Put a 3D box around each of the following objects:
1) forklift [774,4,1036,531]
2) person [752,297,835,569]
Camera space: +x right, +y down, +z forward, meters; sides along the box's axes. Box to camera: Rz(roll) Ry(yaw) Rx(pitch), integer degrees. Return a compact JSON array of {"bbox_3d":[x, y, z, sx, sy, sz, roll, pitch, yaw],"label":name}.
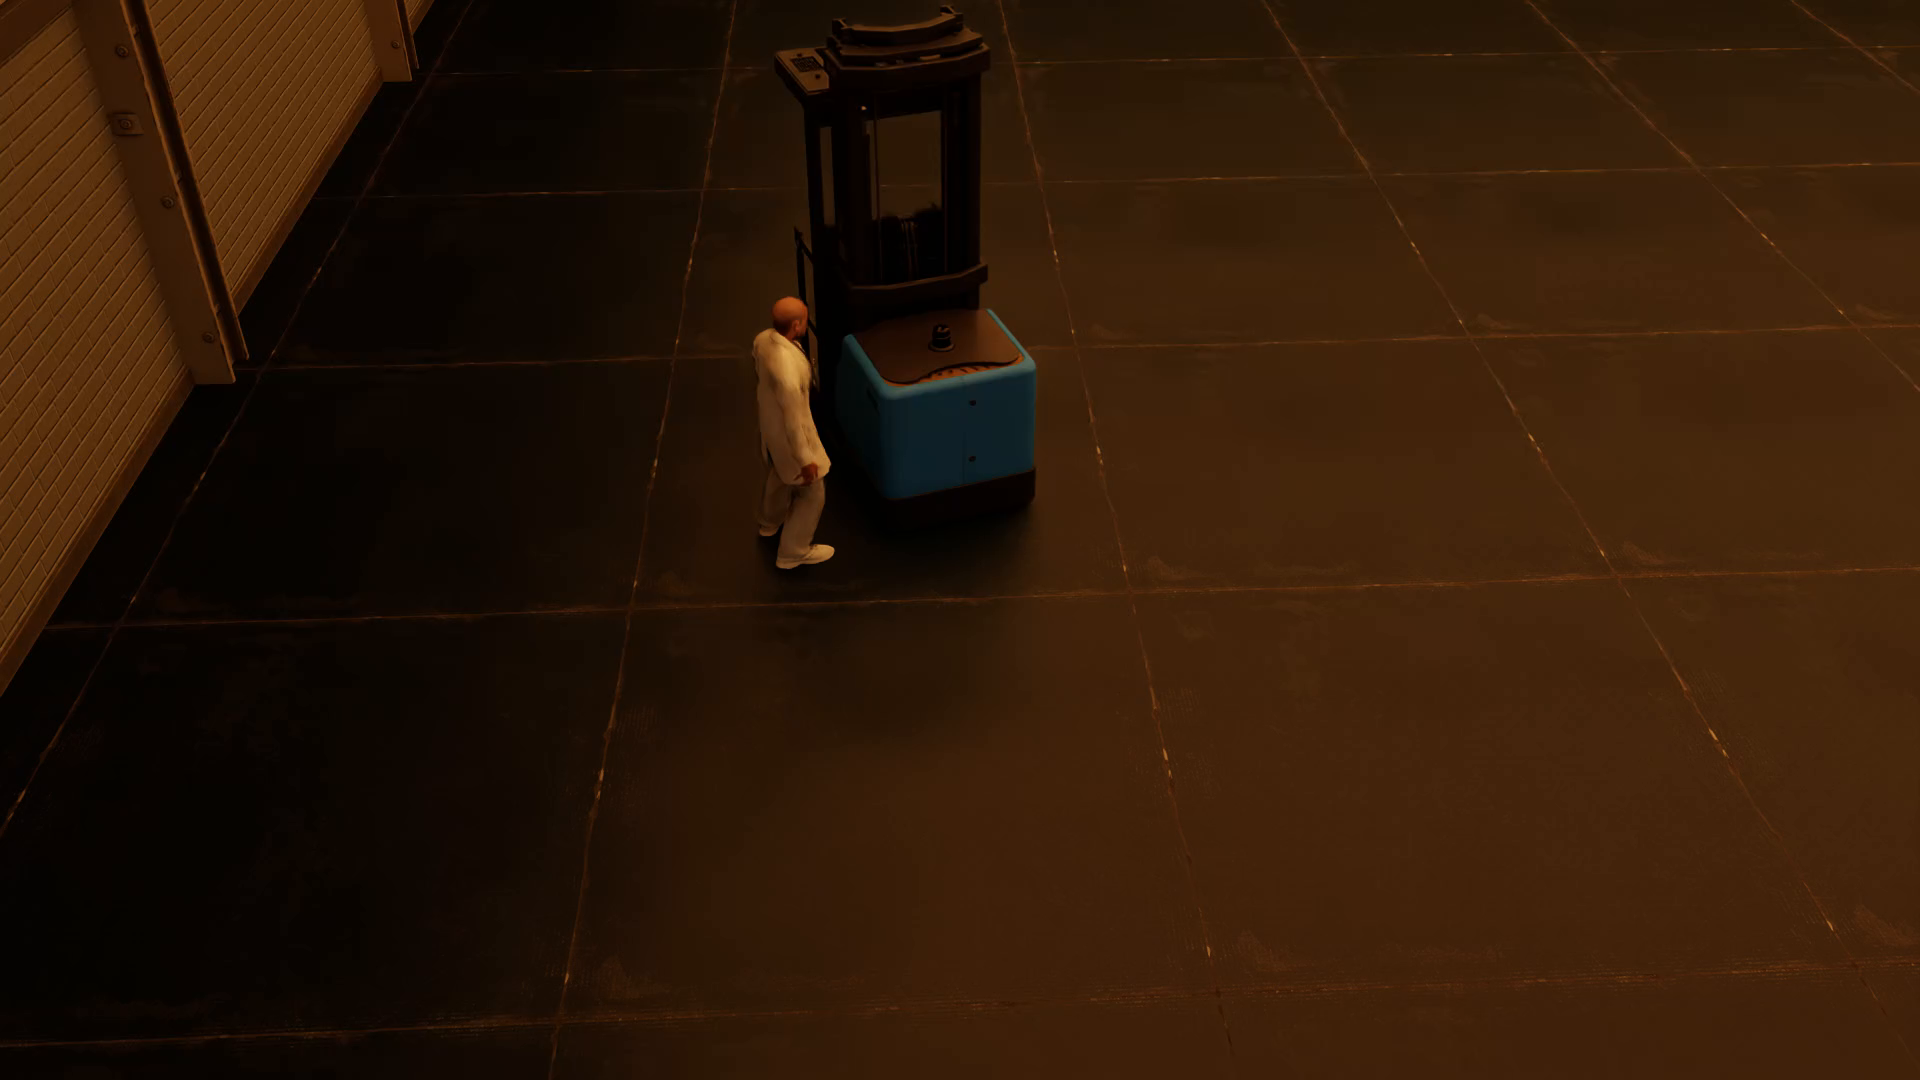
[{"bbox_3d":[-0.514,-2.106,10.901,1.130,2.935,3.031,-13,38,-17],"label":"forklift"},{"bbox_3d":[-1.001,-0.652,9.908,0.392,1.754,0.824,-14,38,-18],"label":"person"}]
